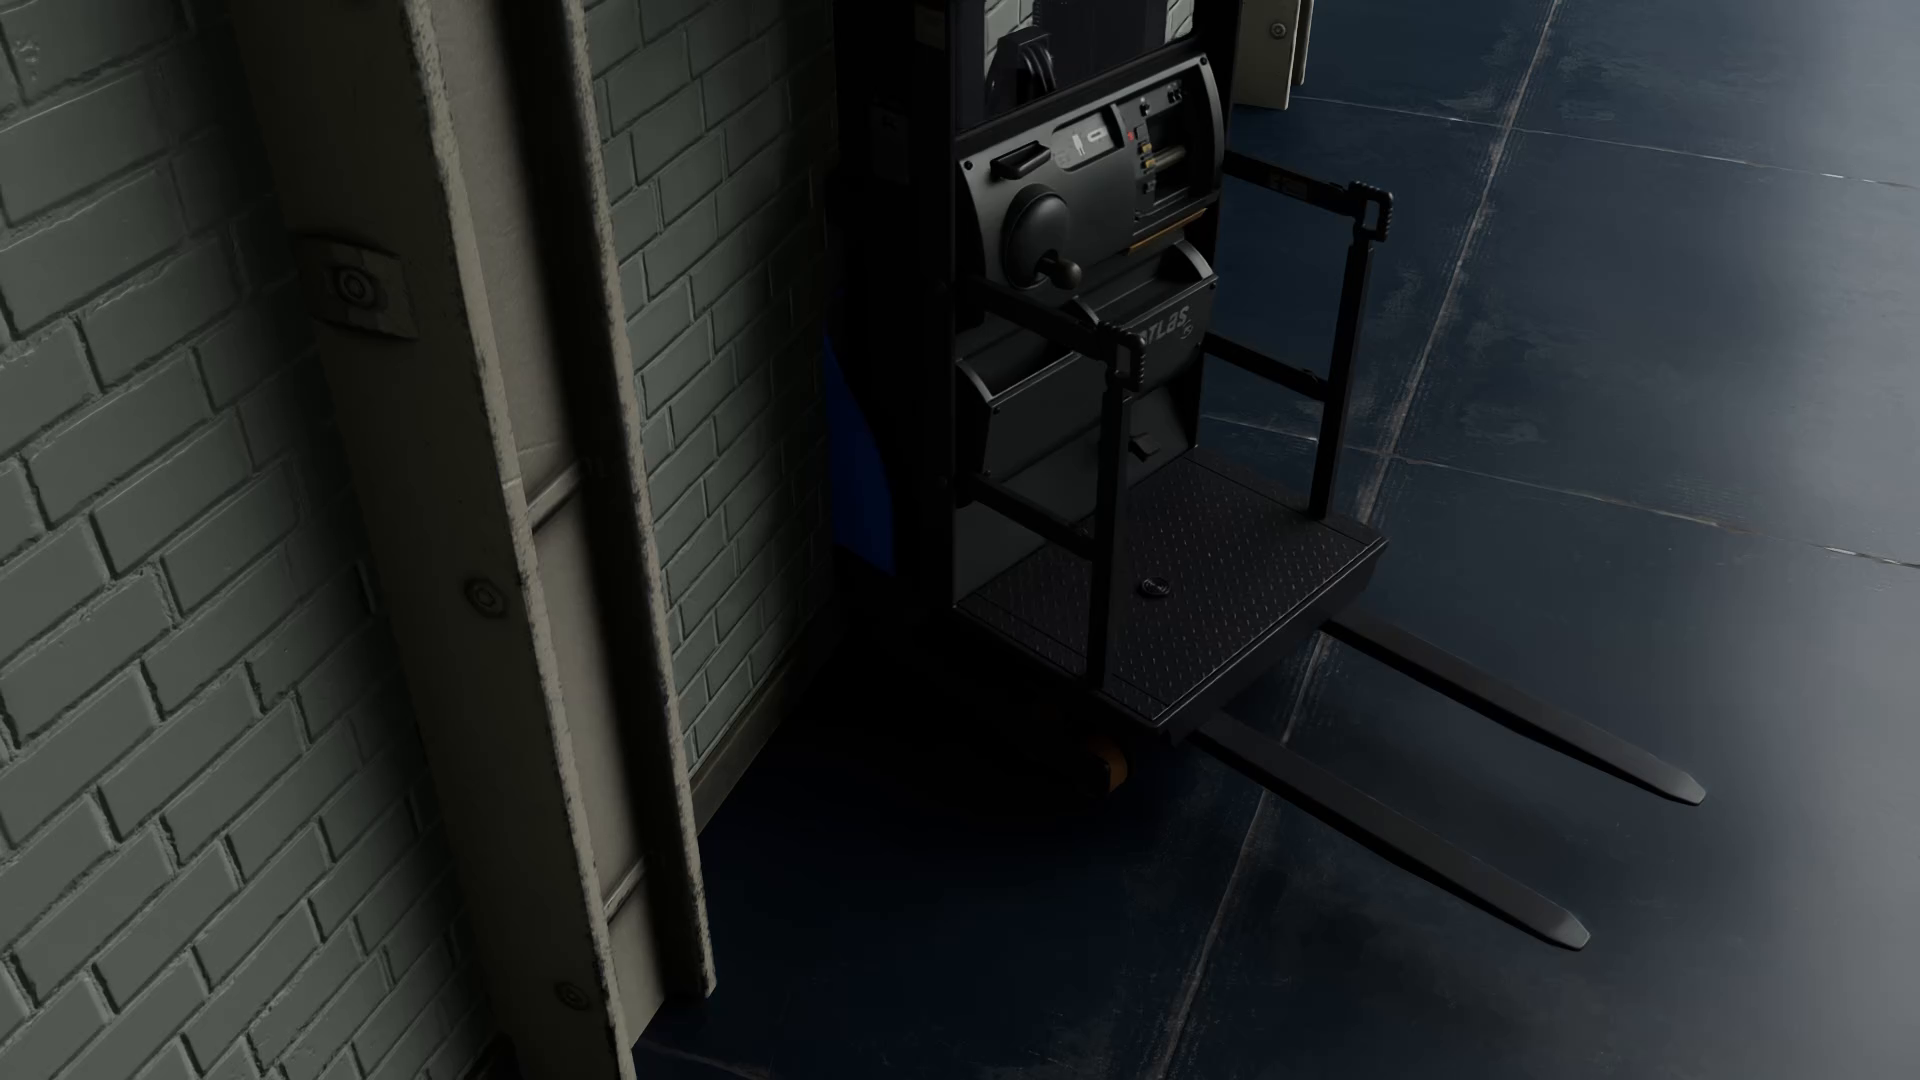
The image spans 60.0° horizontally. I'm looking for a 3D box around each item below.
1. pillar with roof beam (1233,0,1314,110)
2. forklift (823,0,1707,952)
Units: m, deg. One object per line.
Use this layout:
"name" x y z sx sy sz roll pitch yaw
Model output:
"pillar with roof beam" 5.483 -4.843 4.212 9.100 9.000 0.400 14 39 18
"forklift" 0.495 -0.857 3.949 3.031 2.935 1.130 30 46 33
